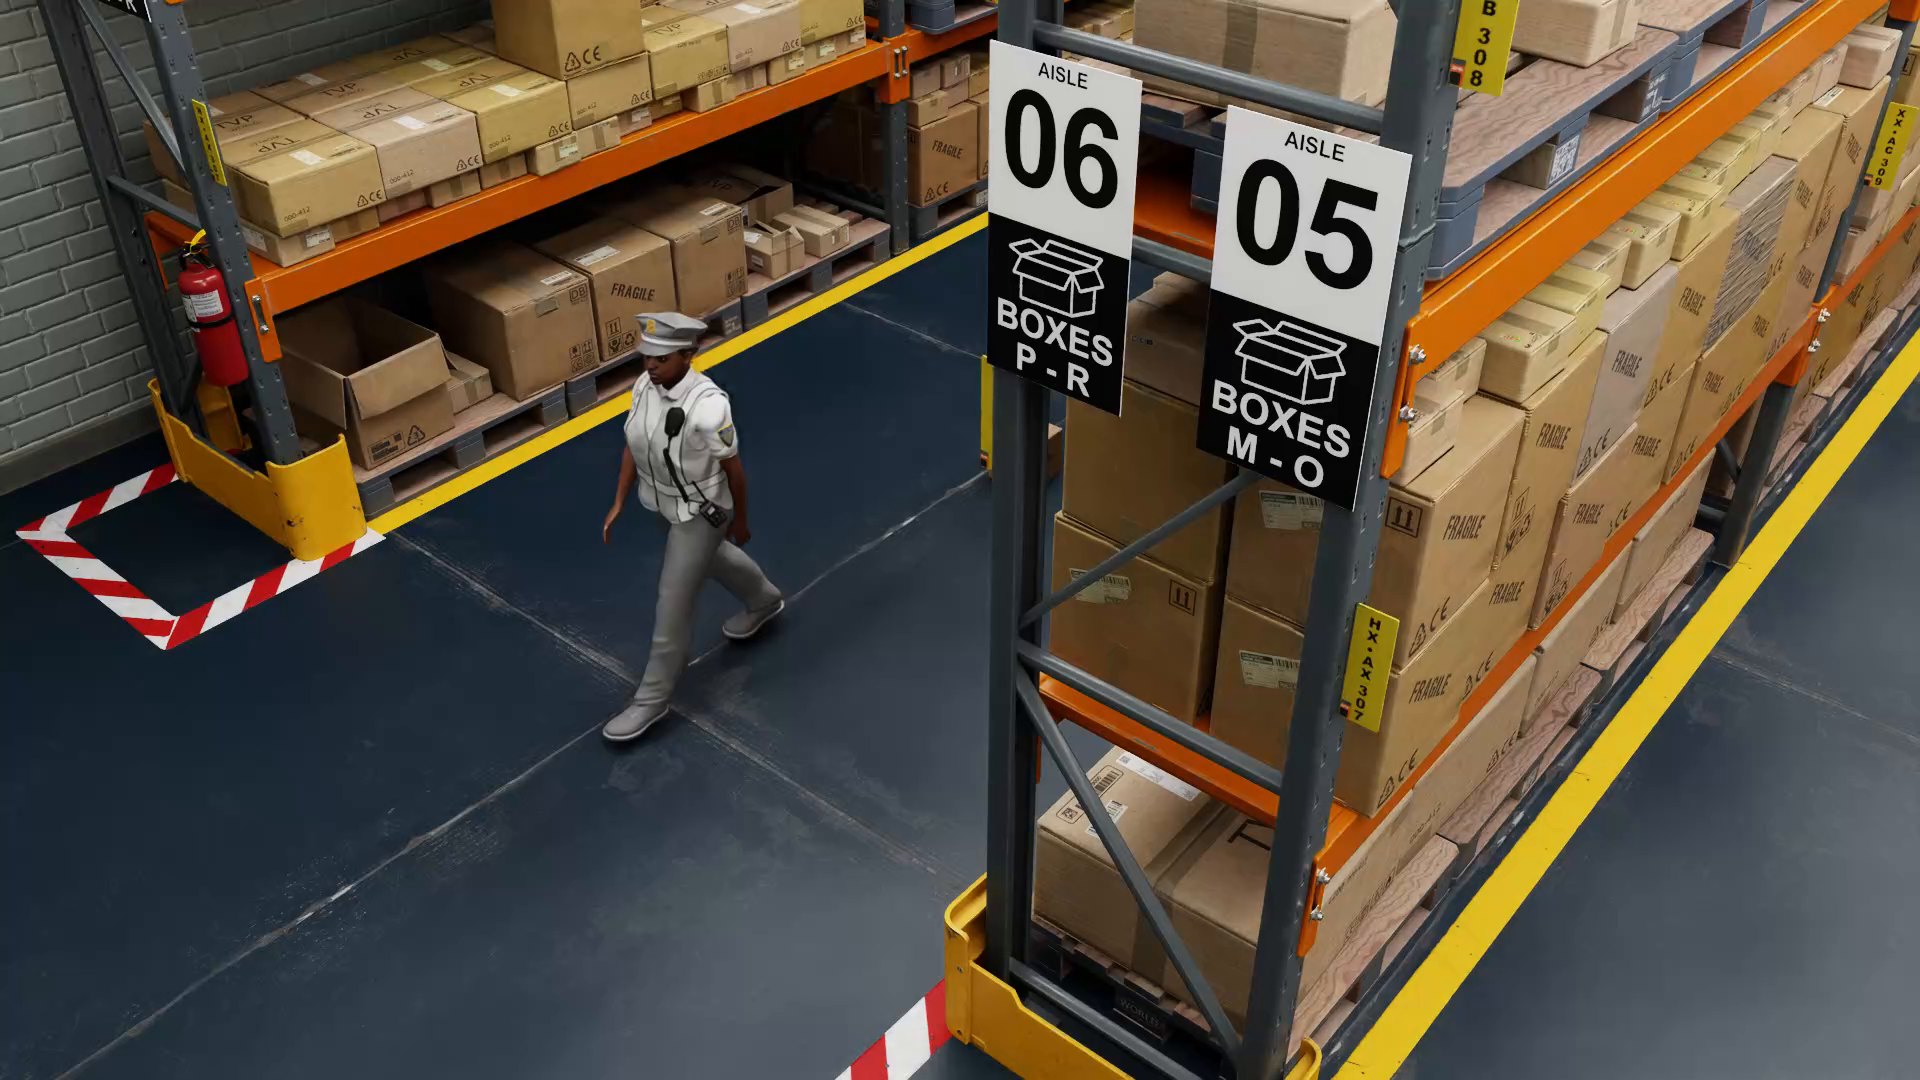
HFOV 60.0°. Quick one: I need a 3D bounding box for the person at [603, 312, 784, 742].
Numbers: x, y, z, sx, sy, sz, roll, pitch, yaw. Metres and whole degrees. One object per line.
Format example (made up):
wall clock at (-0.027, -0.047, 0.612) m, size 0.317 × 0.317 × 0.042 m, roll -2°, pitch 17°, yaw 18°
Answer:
person at (-1.080, -0.130, 6.280) m, size 0.441 × 1.622 × 1.019 m, roll 29°, pitch 44°, yaw 34°
